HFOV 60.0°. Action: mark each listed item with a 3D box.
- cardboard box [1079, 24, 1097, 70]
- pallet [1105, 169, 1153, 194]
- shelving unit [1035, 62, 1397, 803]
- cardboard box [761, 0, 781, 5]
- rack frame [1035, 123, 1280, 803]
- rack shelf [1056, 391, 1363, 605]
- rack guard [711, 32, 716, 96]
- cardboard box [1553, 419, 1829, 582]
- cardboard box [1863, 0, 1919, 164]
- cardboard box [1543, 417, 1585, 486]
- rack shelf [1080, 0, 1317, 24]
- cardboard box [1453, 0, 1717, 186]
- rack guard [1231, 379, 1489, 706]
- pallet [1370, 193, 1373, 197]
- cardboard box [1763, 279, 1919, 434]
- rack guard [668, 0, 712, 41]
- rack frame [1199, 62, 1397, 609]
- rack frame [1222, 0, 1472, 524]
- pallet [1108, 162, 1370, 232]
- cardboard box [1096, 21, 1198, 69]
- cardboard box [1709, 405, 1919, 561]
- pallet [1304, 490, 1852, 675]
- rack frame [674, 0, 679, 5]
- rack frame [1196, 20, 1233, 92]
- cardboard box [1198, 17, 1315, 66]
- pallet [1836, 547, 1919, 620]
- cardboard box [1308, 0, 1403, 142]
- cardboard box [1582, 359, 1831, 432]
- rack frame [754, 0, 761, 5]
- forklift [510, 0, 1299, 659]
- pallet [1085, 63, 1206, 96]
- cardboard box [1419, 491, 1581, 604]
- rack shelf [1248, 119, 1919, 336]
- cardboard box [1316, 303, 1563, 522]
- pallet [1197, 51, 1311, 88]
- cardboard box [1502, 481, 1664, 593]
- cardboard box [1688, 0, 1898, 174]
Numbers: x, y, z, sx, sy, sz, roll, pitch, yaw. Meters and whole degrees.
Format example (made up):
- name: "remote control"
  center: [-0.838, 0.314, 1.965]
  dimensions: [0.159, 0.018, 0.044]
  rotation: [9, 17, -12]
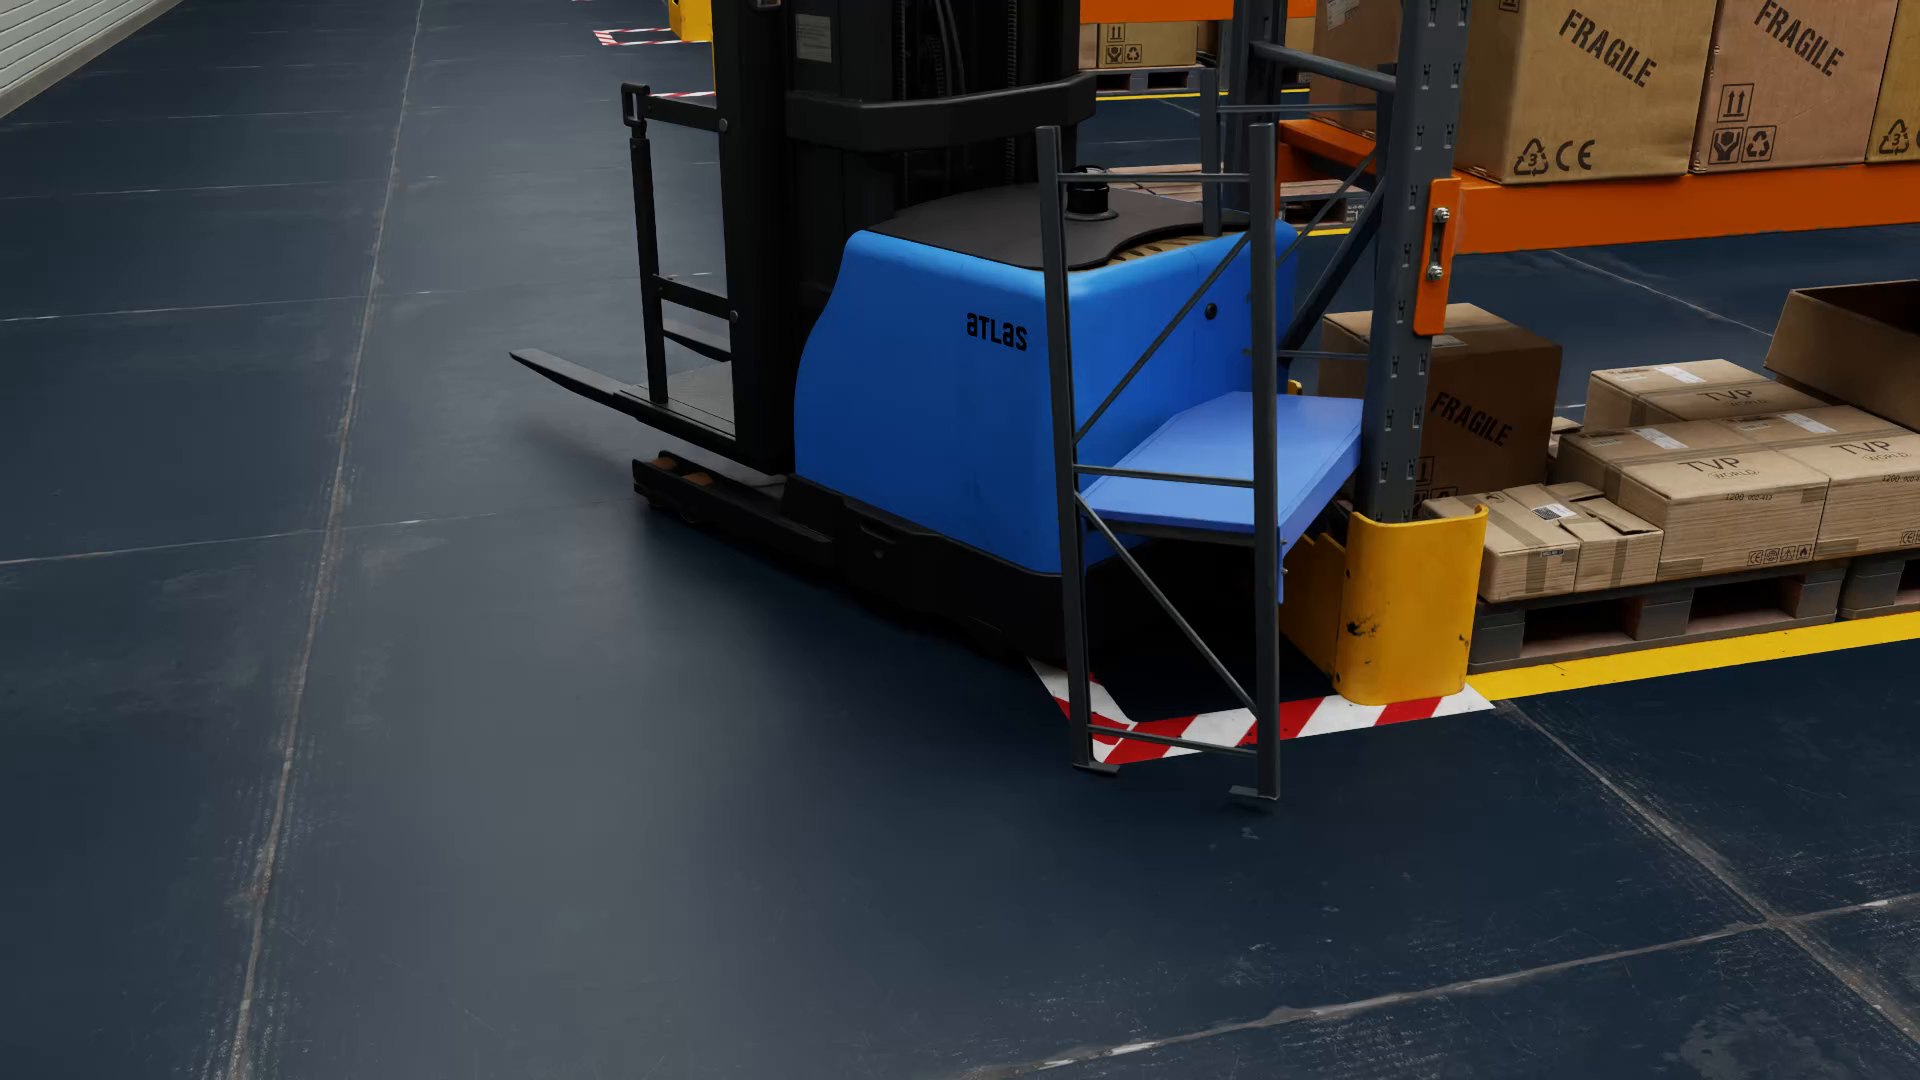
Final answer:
- name: "cardboard box"
  center: [0.599, -4.447, 13.973]
  dimensions: [0.875, 0.875, 0.875]
  rotation: [-6, 24, -14]
- name: "pallet"
  center: [0.413, -1.852, 9.298]
  dimensions: [1.213, 0.211, 1.003]
  rotation: [-6, 24, -14]
- name: "shelving unit"
  center: [0.671, -0.314, 4.027]
  dimensions: [0.538, 1.500, 1.048]
  rotation: [6, 24, 27]
- name: "cardboard box"
  center: [-1.134, -4.256, 13.526]
  dimensions: [0.875, 0.875, 0.875]
  rotation: [-6, 24, -14]
- name: "rack frame"
  center: [0.442, -0.135, 3.610]
  dimensions: [0.500, 1.500, 0.032]
  rotation: [6, 24, 27]
- name: "rack shelf"
  center: [0.685, -0.146, 4.091]
  dimensions: [0.538, 0.185, 1.000]
  rotation: [6, 24, 27]
- name: "rack guard"
  center: [-1.752, -3.789, 13.447]
  dimensions: [0.348, 0.500, 1.175]
  rotation: [-6, 24, -14]
- name: "cardboard box"
  center: [2.025, -0.121, 4.657]
  dimensions: [0.500, 0.250, 0.500]
  rotation: [-6, 24, -14]
- name: "cardboard box"
  center: [2.421, -1.282, 4.306]
  dimensions: [0.500, 0.500, 0.500]
  rotation: [-6, 24, -15]
- name: "cardboard box"
  center: [1.815, -0.240, 5.040]
  dimensions: [0.250, 0.166, 0.380]
  rotation: [-6, 24, -14]
- name: "rack shelf"
  center: [1.534, -2.943, 9.216]
  dimensions: [4.000, 0.370, 1.077]
  rotation: [-6, 24, -14]
- name: "cardboard box"
  center: [1.442, -1.172, 4.051]
  dimensions: [0.500, 0.500, 0.500]
  rotation: [-6, 24, -13]
- name: "rack guard"
  center: [1.016, -0.038, 4.706]
  dimensions: [0.348, 0.500, 1.175]
  rotation: [-6, 24, -14]
- name: "pallet"
  center: [2.763, -2.112, 9.904]
  dimensions: [1.213, 0.211, 1.003]
  rotation: [-6, 24, -14]
- name: "cardboard box"
  center: [2.987, -0.458, 5.121]
  dimensions: [0.637, 0.503, 0.797]
  rotation: [-6, 24, -14]
- name: "rack guard"
  center: [-2.898, -5.694, 17.886]
  dimensions: [0.348, 0.500, 1.175]
  rotation: [-6, 24, -14]
- name: "rack frame"
  center: [0.901, -0.493, 4.443]
  dimensions: [0.500, 1.500, 0.032]
  rotation: [6, 24, 27]
- name: "rack frame"
  center: [0.943, -1.179, 4.194]
  dimensions: [0.127, 3.000, 1.000]
  rotation: [-6, 24, -14]
- name: "pallet"
  center: [1.586, -1.980, 9.597]
  dimensions: [1.213, 0.211, 1.003]
  rotation: [-6, 24, -14]
- name: "cardboard box"
  center: [1.465, -4.543, 14.196]
  dimensions: [0.875, 0.875, 0.875]
  rotation: [-6, 24, -14]
- name: "cardboard box"
  center: [2.506, -0.174, 4.782]
  dimensions: [0.500, 0.250, 0.500]
  rotation: [-6, 24, -14]
- name: "pallet"
  center: [1.784, 0.009, 4.961]
  dimensions: [1.213, 0.211, 1.003]
  rotation: [-6, 24, -14]
- name: "rack frame"
  center: [-2.972, -6.834, 17.374]
  dimensions: [0.127, 3.000, 1.000]
  rotation: [-6, 24, -14]
- name: "rack frame"
  center: [2.122, -5.367, 13.953]
  dimensions: [0.127, 3.000, 1.000]
  rotation: [-6, 24, -14]
- name: "cardboard box"
  center: [2.733, -4.659, 14.466]
  dimensions: [0.875, 0.875, 1.225]
  rotation: [-6, 24, -14]
- name: "pallet"
  center: [2.956, -0.119, 5.261]
  dimensions: [1.213, 0.211, 1.003]
  rotation: [-6, 24, -14]
- name: "cardboard box"
  center: [1.301, -1.376, 4.526]
  dimensions: [0.500, 0.500, 0.500]
  rotation: [-6, 24, -13]
- name: "cardboard box"
  center: [2.323, -0.359, 5.212]
  dimensions: [0.500, 0.250, 0.500]
  rotation: [-6, 24, -14]
- name: "rack frame"
  center: [-1.729, -4.941, 12.960]
  dimensions: [0.127, 3.000, 1.000]
  rotation: [-6, 24, -14]
- name: "forklift"
  center: [-0.433, -1.524, 5.084]
  dimensions: [1.130, 2.935, 3.031]
  rotation: [-21, 31, -40]
- name: "pallet"
  center: [1.369, -4.034, 14.383]
  dimensions: [1.213, 0.211, 1.003]
  rotation: [-6, 24, -14]
- name: "cardboard box"
  center: [1.439, 0.015, 4.469]
  dimensions: [0.250, 0.149, 0.380]
  rotation: [-6, 24, -14]
- name: "rack shelf"
  center: [2.869, -1.062, 4.832]
  dimensions: [4.000, 0.370, 1.077]
  rotation: [-6, 24, -14]
- name: "cardboard box"
  center: [1.400, -0.384, 4.953]
  dimensions: [0.500, 0.500, 0.500]
  rotation: [-6, 24, -14]
- name: "pallet"
  center: [2.845, -4.196, 14.761]
  dimensions: [1.213, 0.211, 1.003]
  rotation: [-6, 24, -14]
- name: "cardboard box"
  center: [1.680, -0.020, 4.528]
  dimensions: [0.250, 0.166, 0.380]
  rotation: [-6, 24, -14]
- name: "cardboard box"
  center: [1.937, -1.229, 4.184]
  dimensions: [0.500, 0.500, 0.500]
  rotation: [-7, 24, -15]
